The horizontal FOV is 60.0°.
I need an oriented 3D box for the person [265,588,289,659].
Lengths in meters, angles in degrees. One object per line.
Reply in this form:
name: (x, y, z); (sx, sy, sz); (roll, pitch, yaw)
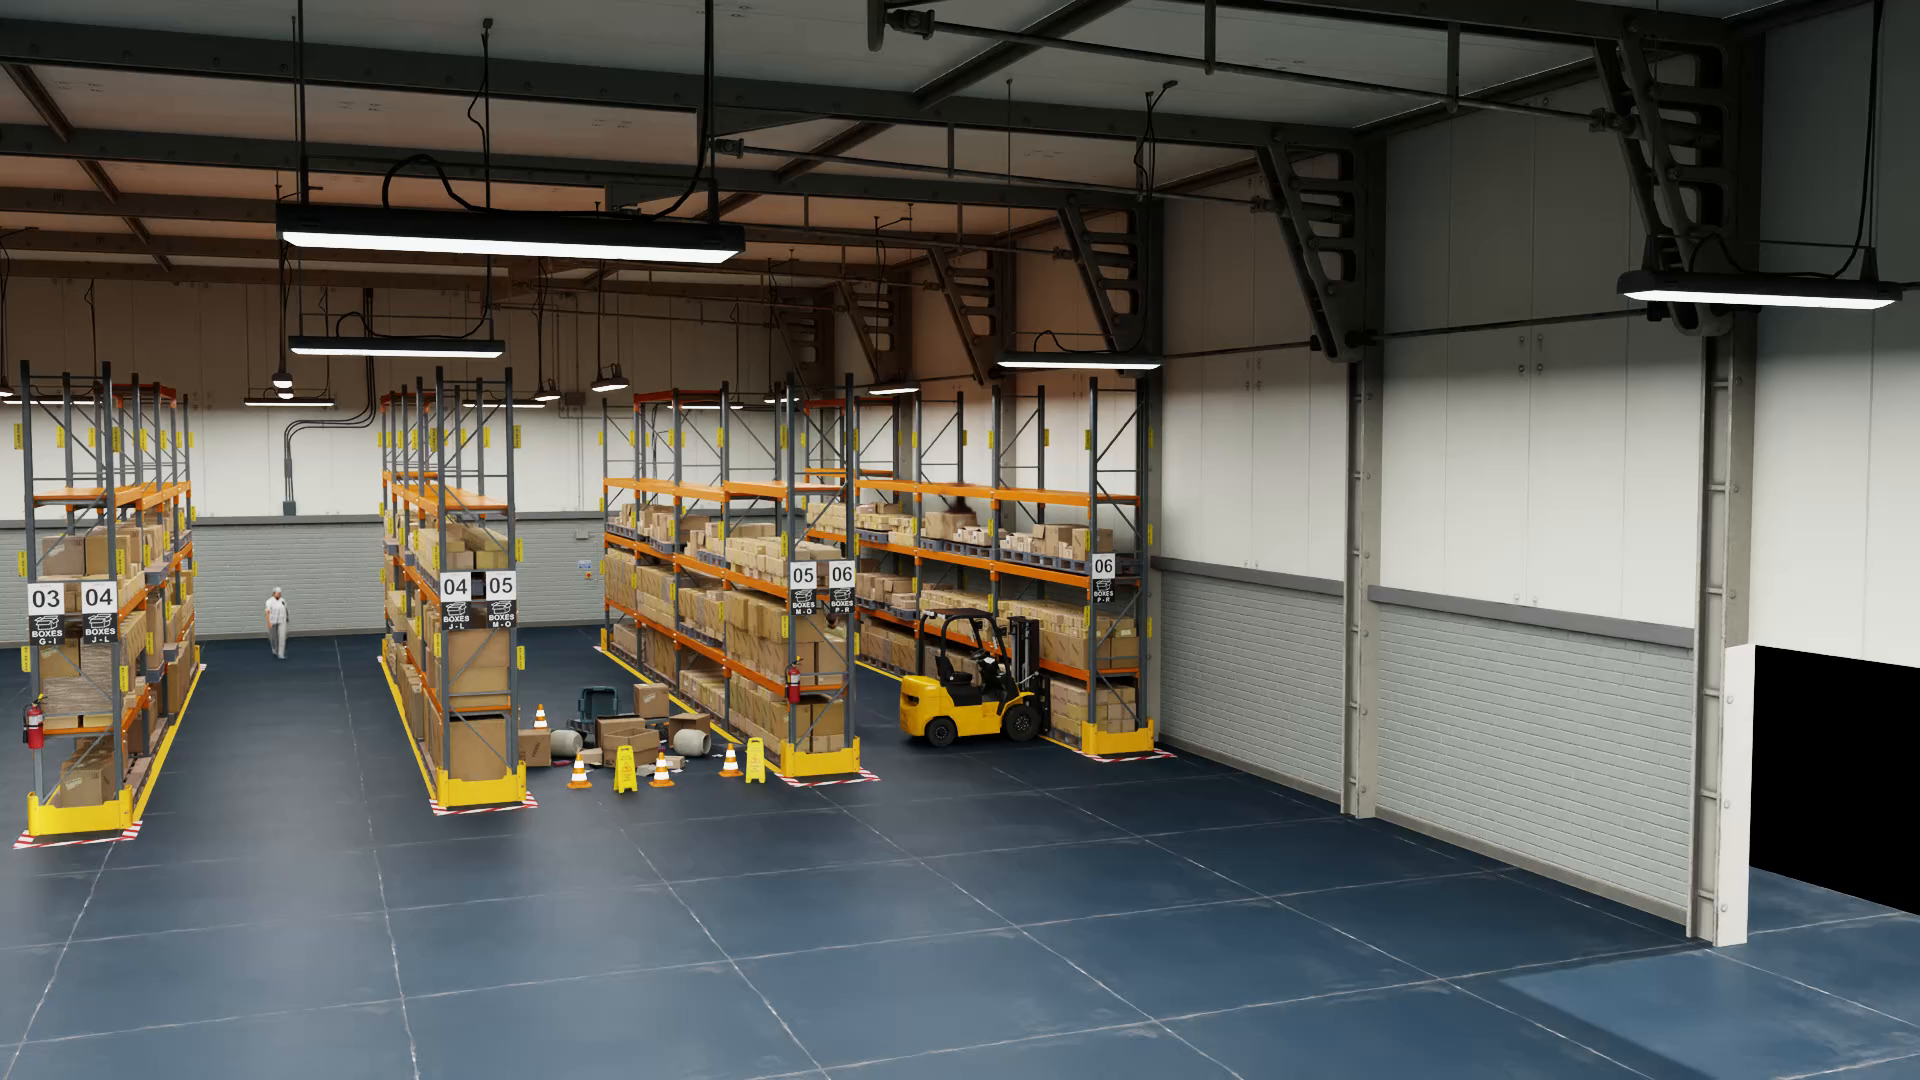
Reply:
person: (-15.660, 1.898, 38.152); (0.492, 1.623, 0.929); (-1, 4, -17)

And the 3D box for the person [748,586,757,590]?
person: (-5.128, 1.757, 40.430); (0.513, 1.682, 0.374); (2, 4, 28)

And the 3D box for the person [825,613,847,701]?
person: (-2.283, 2.145, 30.044); (0.436, 1.672, 0.676); (-2, 4, -25)
